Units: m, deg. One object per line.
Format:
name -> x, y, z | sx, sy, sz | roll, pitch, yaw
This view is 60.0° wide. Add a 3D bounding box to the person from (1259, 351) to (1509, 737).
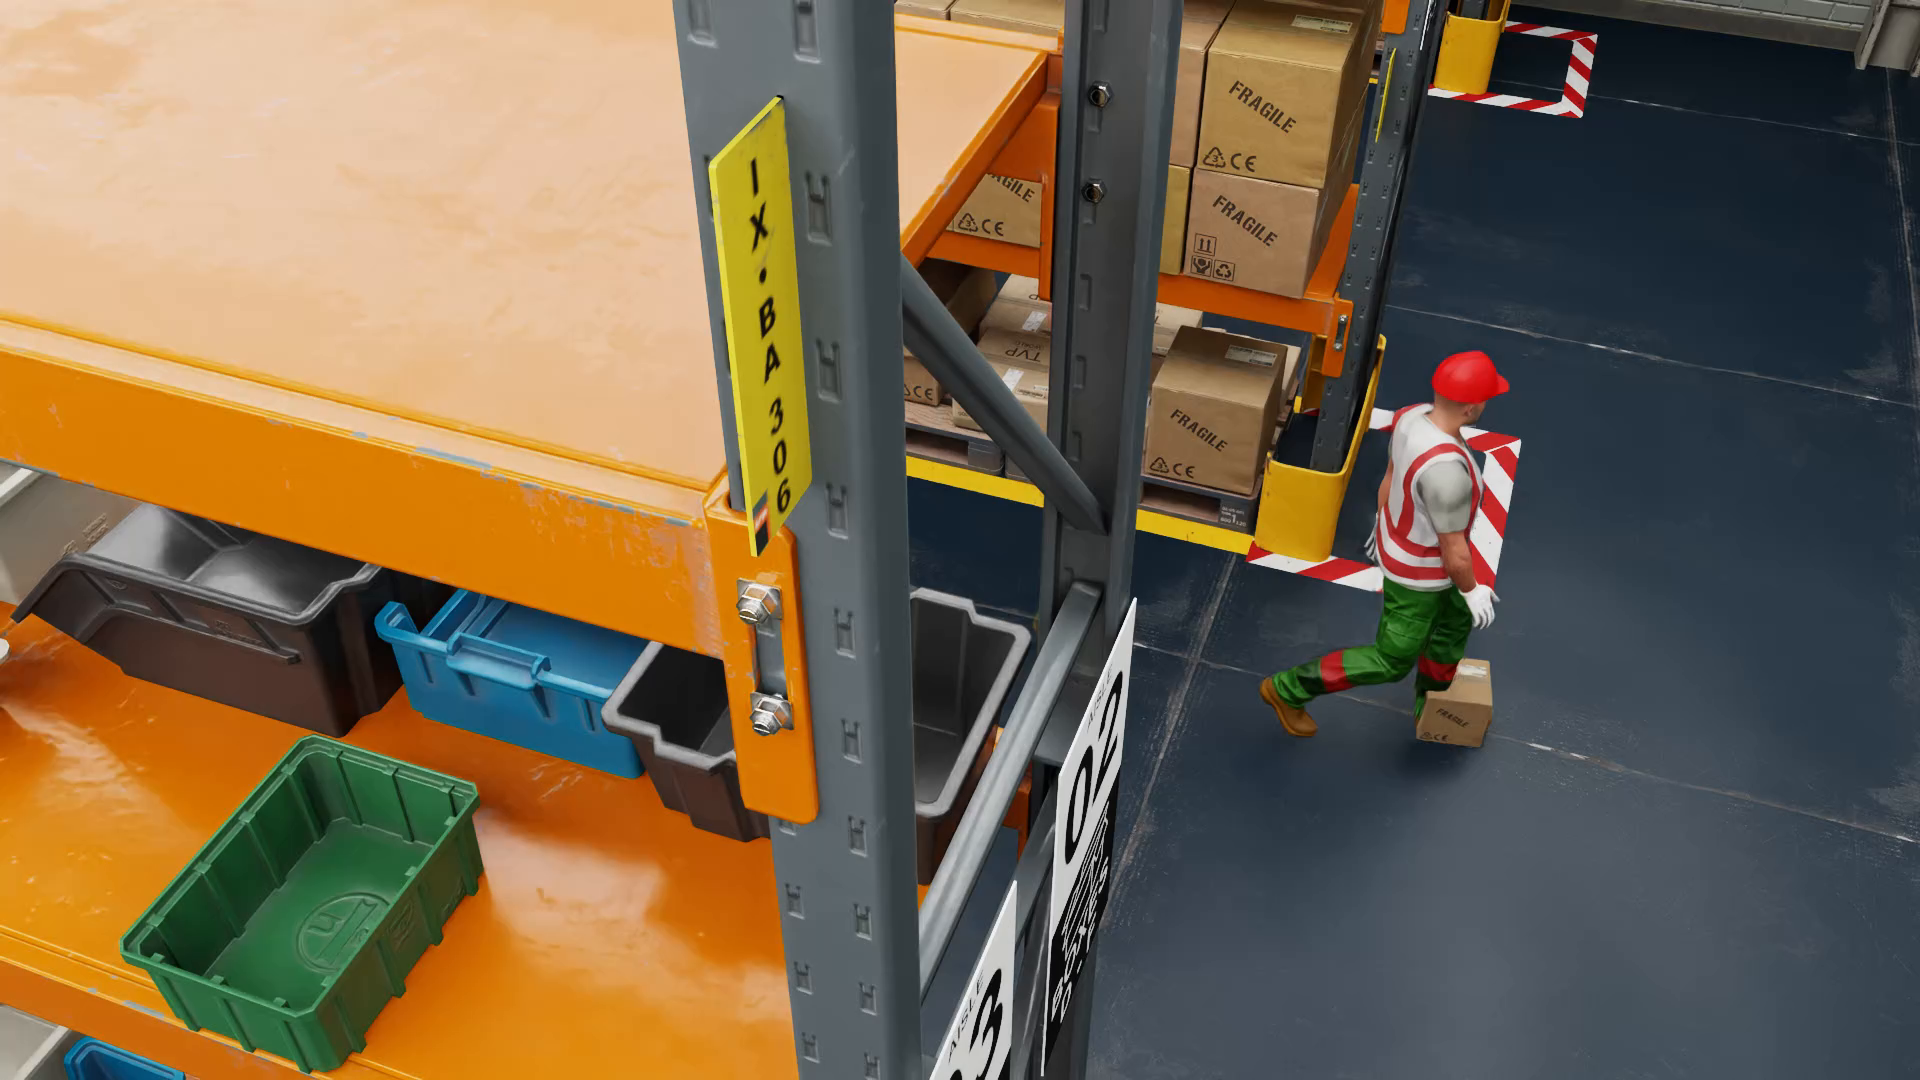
person -> 1.660, 0.059, 6.167 | 0.949, 1.739, 0.542 | 5, 41, 5
